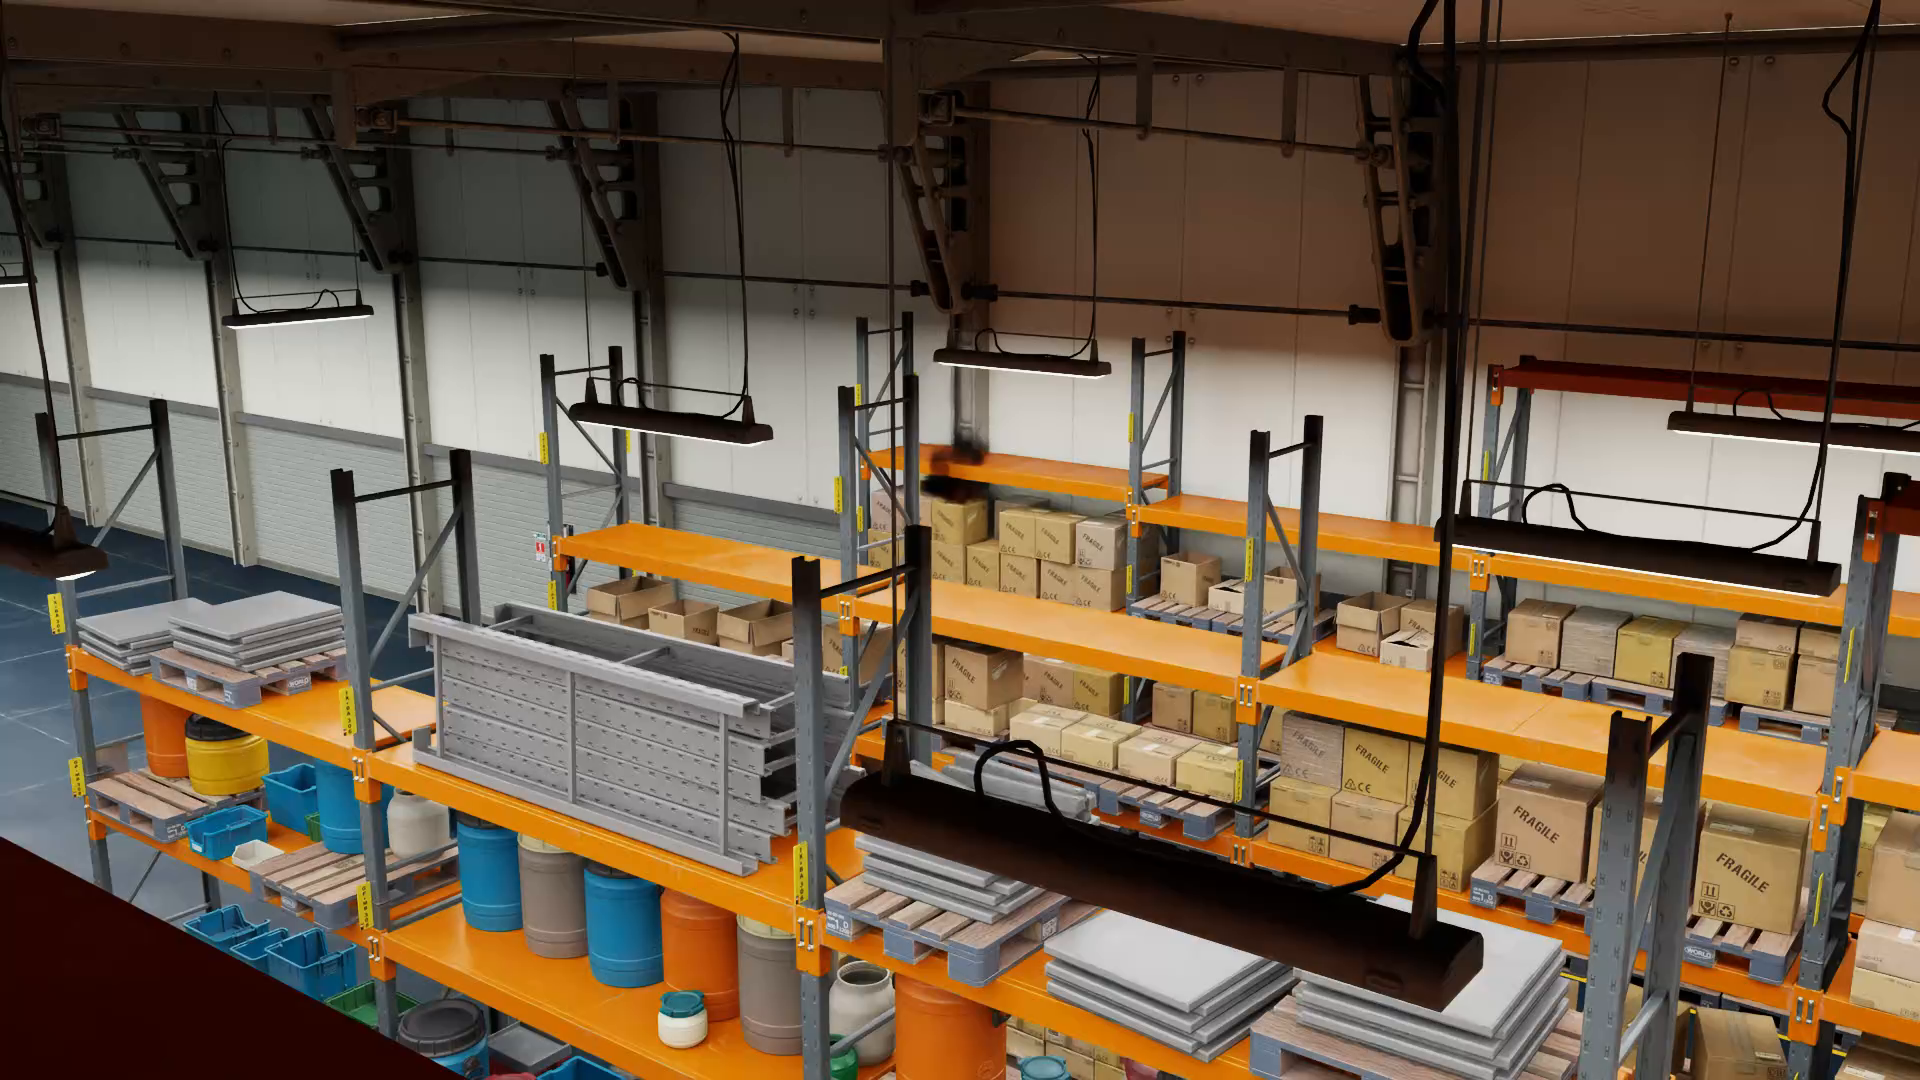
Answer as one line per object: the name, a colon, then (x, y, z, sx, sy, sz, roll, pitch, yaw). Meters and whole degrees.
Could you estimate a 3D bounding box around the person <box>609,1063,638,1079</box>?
person: (-2.660, 4.115, 13.524, 0.989, 1.763, 0.693, 11, 17, 39)

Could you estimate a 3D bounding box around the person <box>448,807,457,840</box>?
person: (-5.633, 2.752, 19.061, 0.848, 1.629, 0.549, -5, 14, -20)
